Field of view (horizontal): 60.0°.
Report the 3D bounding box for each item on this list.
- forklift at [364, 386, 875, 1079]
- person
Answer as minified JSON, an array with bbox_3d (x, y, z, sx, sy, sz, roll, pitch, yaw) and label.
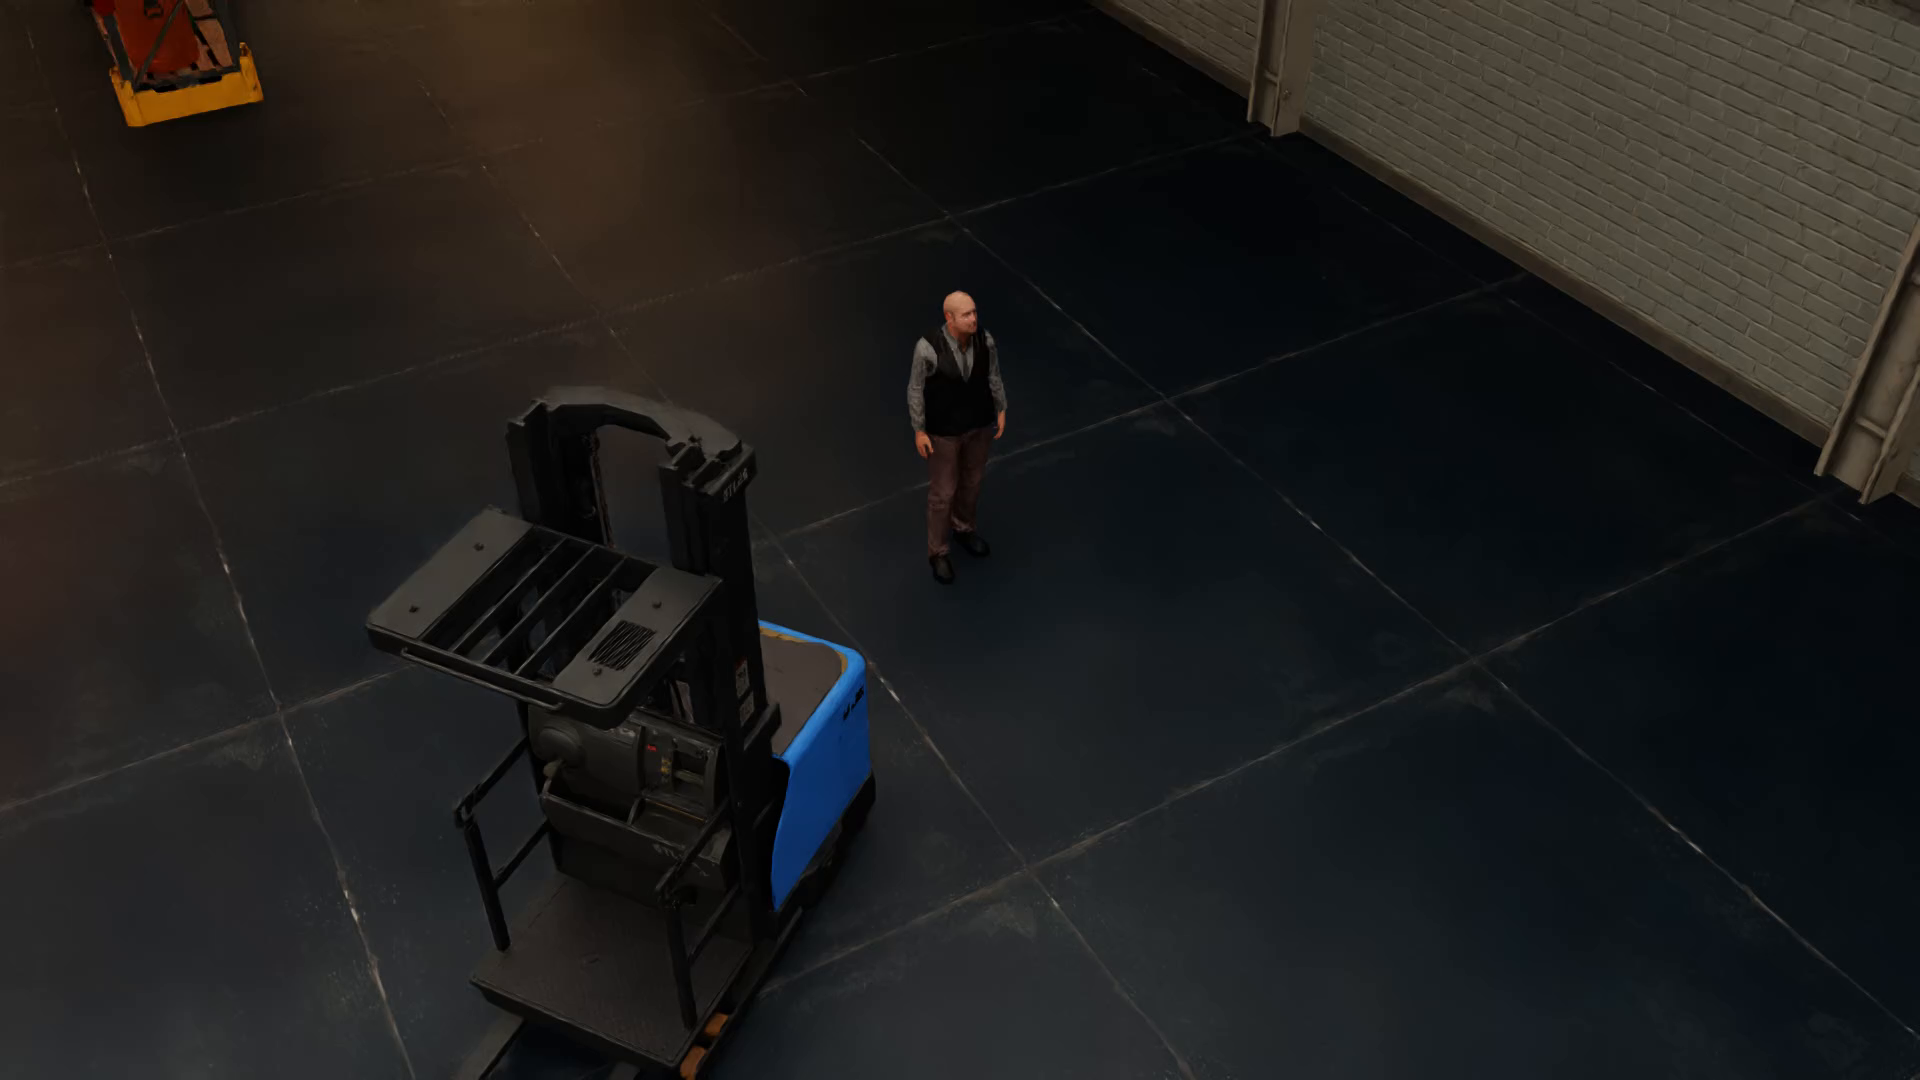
[{"bbox_3d":[-1.510,0.969,6.868,1.130,2.935,3.031,16,42,19],"label":"forklift"},{"bbox_3d":[0.024,-0.631,9.733,0.632,1.720,0.567,-20,44,-23],"label":"person"}]
